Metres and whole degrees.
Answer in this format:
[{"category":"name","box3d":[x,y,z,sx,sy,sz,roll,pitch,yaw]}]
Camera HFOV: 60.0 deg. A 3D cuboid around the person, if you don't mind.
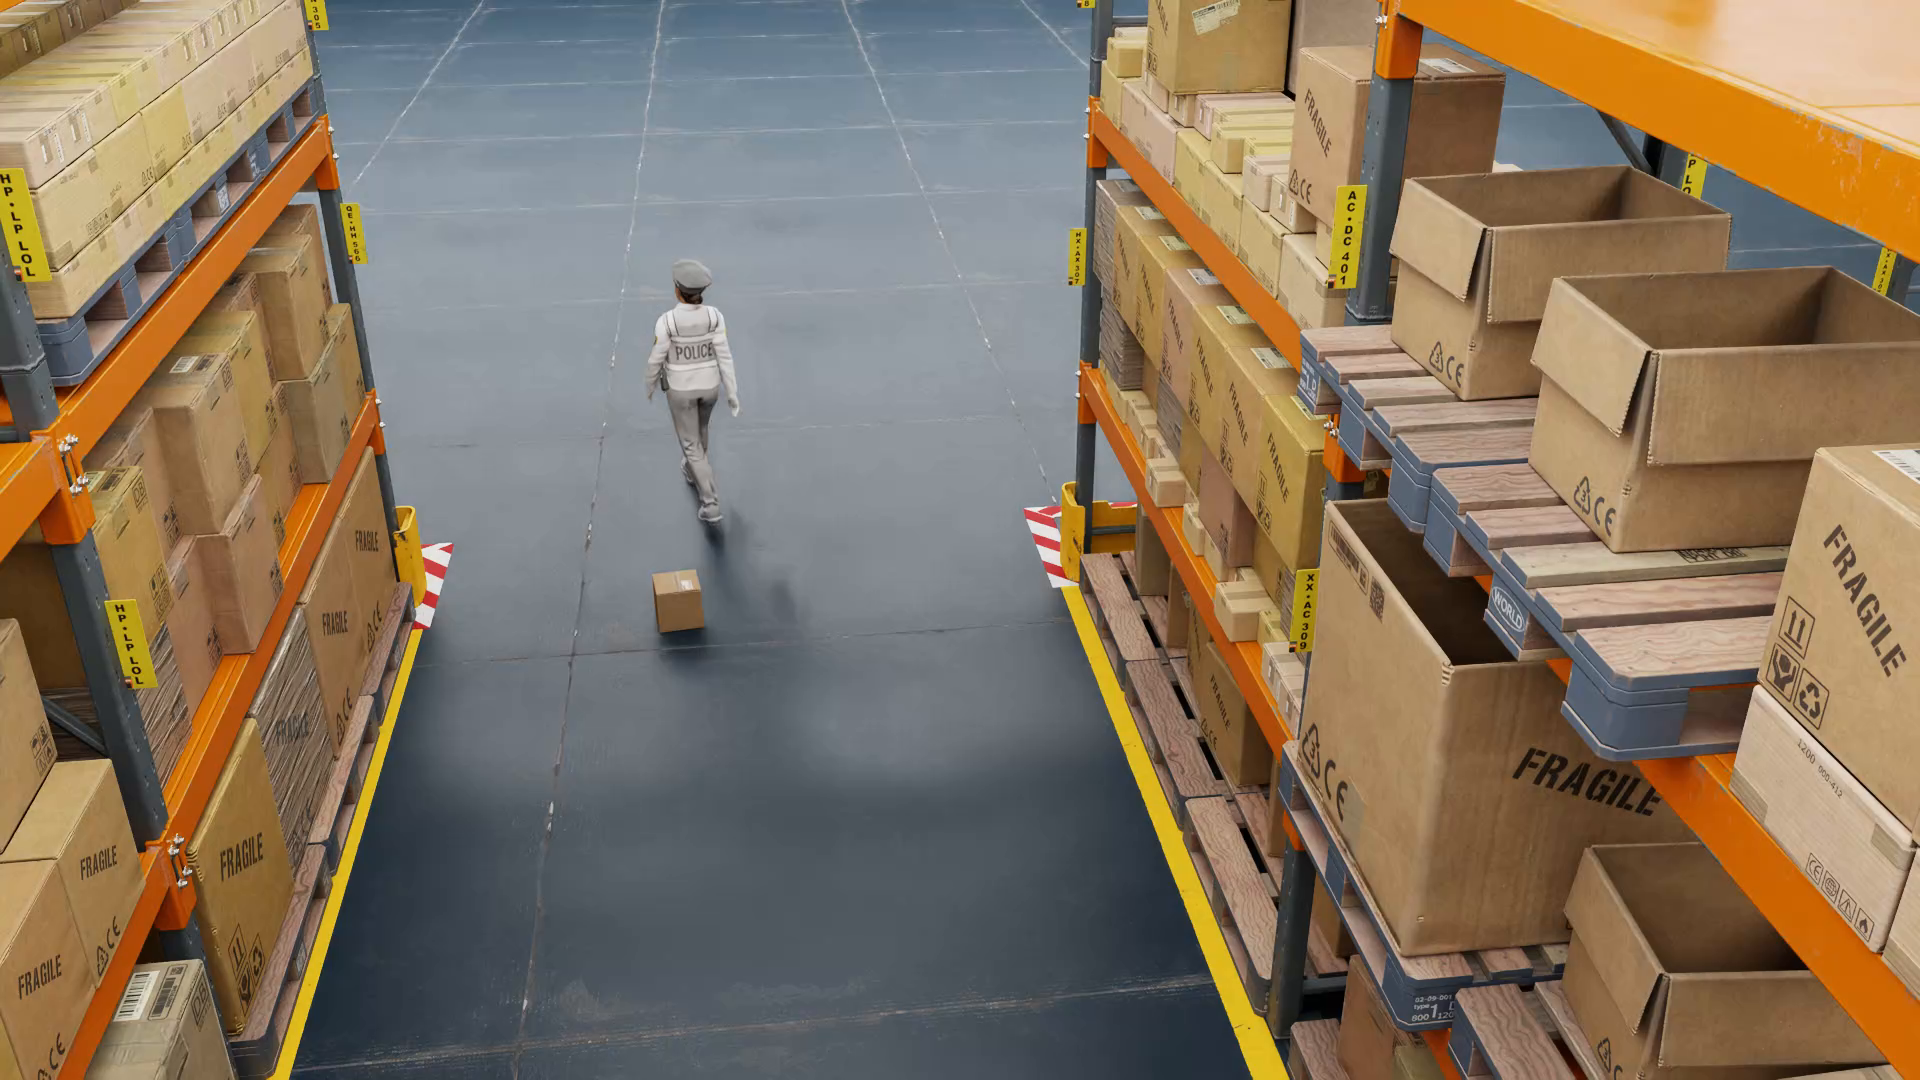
[{"category":"person","box3d":[-1.707,-0.979,10.483,0.508,1.631,1.045,-16,31,-27]}]
